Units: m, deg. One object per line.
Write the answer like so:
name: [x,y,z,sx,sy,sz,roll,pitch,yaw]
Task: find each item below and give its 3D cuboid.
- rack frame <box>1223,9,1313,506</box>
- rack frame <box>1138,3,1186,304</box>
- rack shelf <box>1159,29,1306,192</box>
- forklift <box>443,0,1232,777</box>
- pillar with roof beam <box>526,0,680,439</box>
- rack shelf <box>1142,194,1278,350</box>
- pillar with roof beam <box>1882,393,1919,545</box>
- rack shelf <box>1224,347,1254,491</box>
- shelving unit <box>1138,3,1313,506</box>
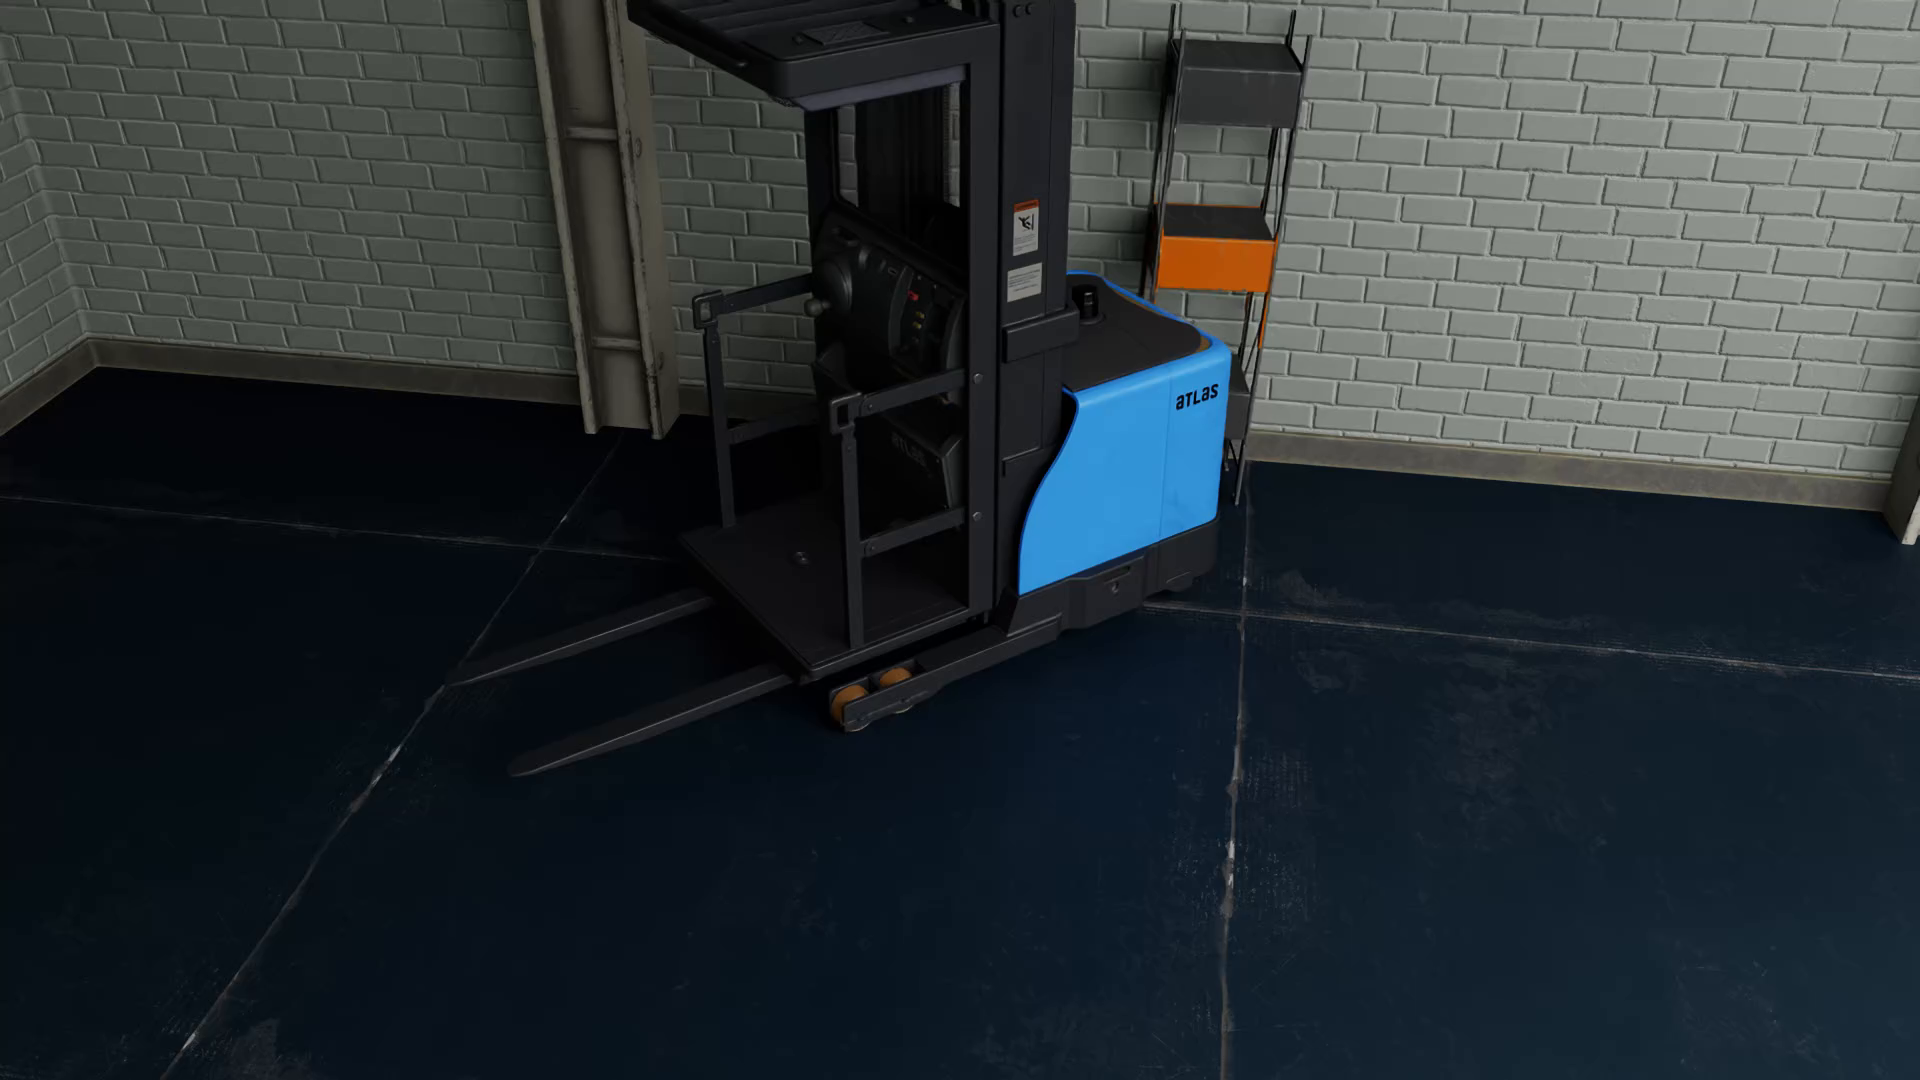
rack frame: [1.297,-1.151,7.110,0.015,2.100,0.400,2,32,-1]
rack frame: [0.809,-1.171,7.097,0.015,2.100,0.400,2,32,-1]
rack shelf: [1.087,-1.742,6.740,0.480,0.518,0.431,2,32,-1]
forklift: [-0.436,-0.858,5.858,3.031,2.935,1.130,-20,37,-28]
pillar with roof beam: [-2.329,-2.146,2.197,0.400,9.000,9.100,5,32,8]
rack shelf: [1.053,-1.149,7.111,0.480,0.518,0.431,2,32,-1]
pillar with roof beam: [3.585,-1.611,1.342,0.400,9.000,9.100,5,32,8]
rack shelf: [1.018,-0.557,7.482,0.480,0.518,0.431,2,32,-1]
shelving unit: [1.053,-1.161,7.103,0.503,2.100,0.431,2,32,-1]
